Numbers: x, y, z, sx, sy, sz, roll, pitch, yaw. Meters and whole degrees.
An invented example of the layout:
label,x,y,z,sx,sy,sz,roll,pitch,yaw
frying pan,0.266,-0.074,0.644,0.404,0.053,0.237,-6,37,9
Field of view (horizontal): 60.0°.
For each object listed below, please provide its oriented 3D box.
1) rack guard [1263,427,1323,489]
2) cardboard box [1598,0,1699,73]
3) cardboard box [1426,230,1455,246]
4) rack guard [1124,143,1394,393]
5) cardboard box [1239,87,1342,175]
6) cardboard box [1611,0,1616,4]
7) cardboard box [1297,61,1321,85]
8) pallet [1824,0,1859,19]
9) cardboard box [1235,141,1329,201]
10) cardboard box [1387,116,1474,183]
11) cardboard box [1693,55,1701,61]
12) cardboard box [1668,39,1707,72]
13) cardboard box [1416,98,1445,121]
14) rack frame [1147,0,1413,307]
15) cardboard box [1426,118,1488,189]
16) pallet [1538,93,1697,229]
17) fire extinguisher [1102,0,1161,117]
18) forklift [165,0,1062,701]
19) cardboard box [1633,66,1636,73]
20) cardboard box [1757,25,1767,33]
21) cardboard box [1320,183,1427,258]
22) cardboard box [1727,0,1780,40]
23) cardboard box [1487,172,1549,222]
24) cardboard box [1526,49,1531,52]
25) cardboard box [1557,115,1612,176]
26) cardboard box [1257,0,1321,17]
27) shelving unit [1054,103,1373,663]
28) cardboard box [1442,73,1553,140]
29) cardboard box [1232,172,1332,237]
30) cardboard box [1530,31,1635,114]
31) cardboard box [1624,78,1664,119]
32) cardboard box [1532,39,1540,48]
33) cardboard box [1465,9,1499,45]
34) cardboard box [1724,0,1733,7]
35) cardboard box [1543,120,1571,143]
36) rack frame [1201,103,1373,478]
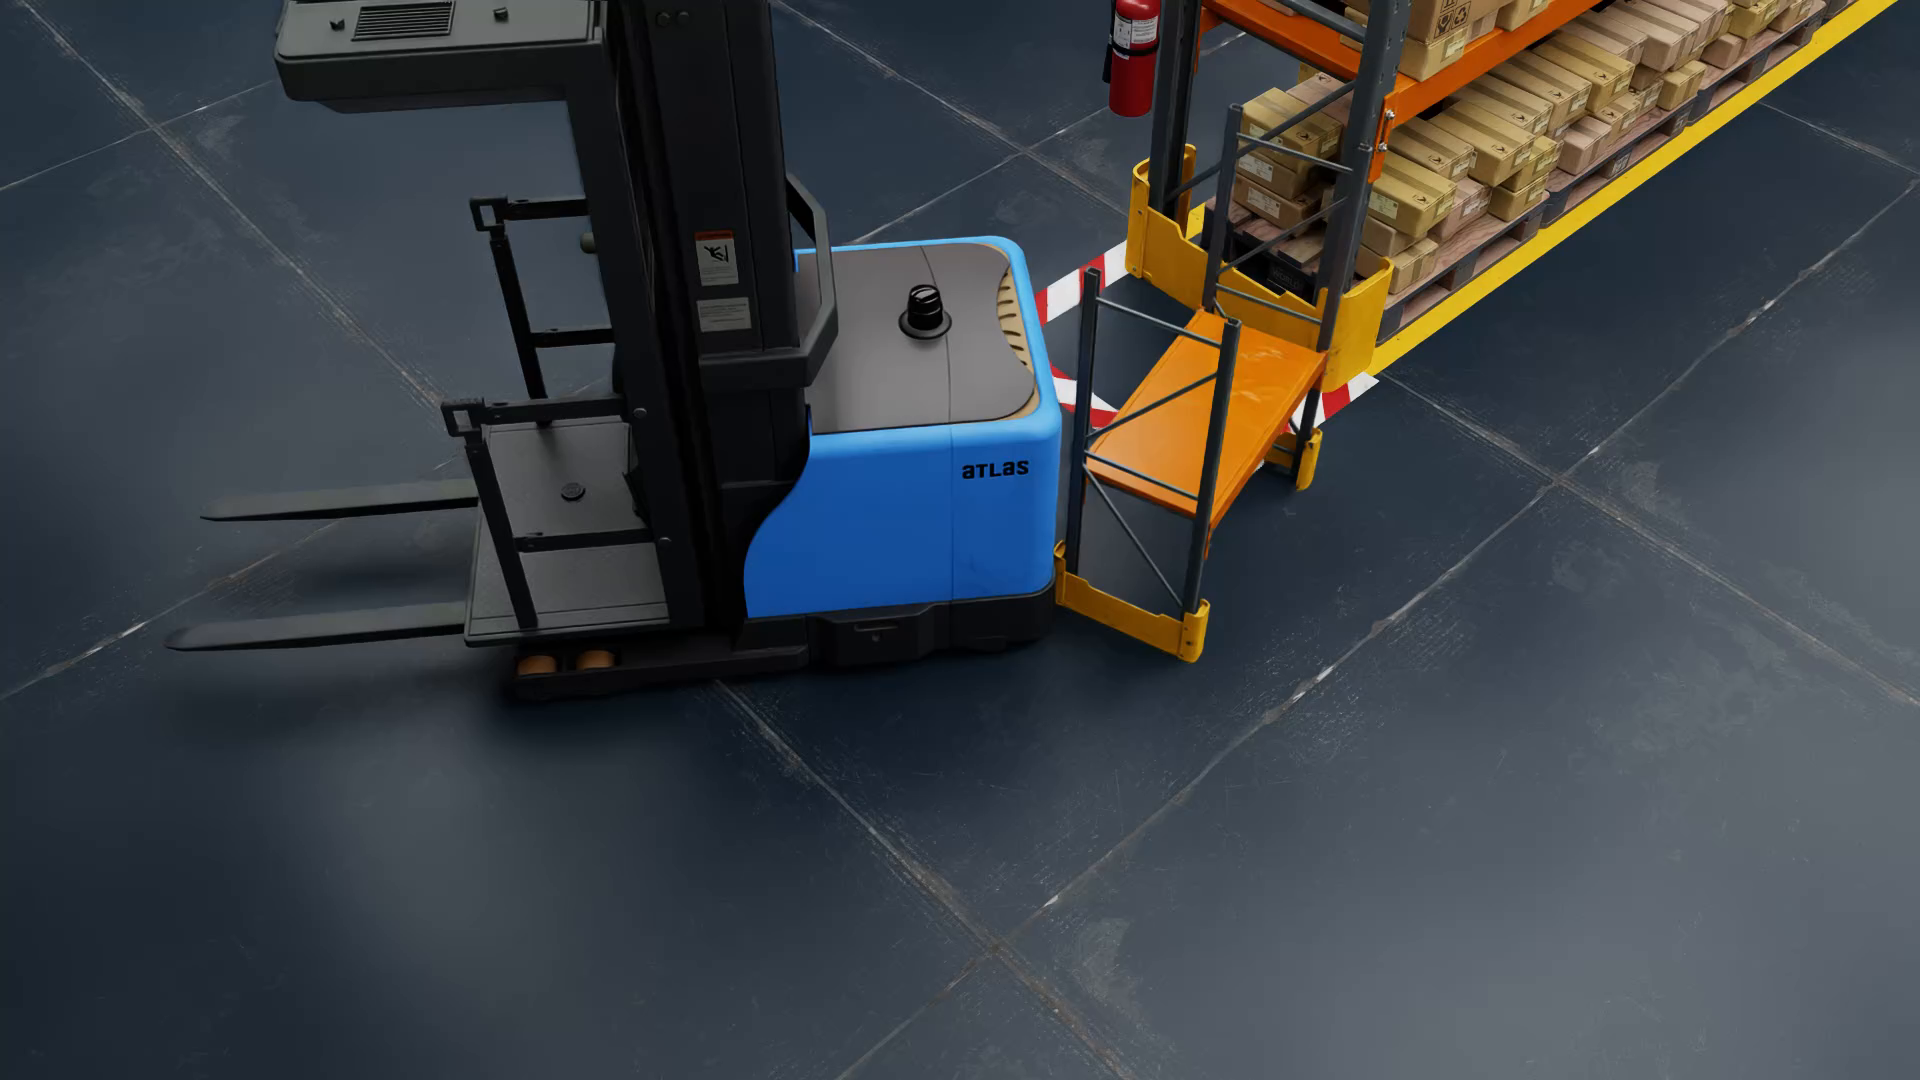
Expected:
label,x,y,z,sx,sy,sz,roll,pitch,yaw
rack guard,1.106,-0.411,6.459,0.587,0.250,0.087,24,52,20
cardboard box,3.122,-2.316,7.595,0.250,0.149,0.380,-36,57,-28
cardboard box,1.908,-1.398,7.153,0.250,0.149,0.380,-34,56,-27
rack guard,1.223,-1.153,6.974,0.348,0.500,1.175,-34,56,-27
cardboard box,1.387,-1.740,7.064,0.250,0.149,0.380,-33,55,-27
cardboard box,3.158,-2.766,8.213,0.380,0.149,0.250,36,57,29
cardboard box,1.718,-2.030,7.331,0.250,0.149,0.380,-35,56,-28
pallet,4.701,-3.381,9.226,1.213,0.211,1.003,-34,56,-27
cardboard box,1.365,-1.656,7.188,0.250,0.149,0.380,-35,56,-28
cardboard box,1.906,-1.617,6.950,0.250,0.149,0.380,-33,55,-27
cardboard box,3.388,-2.424,8.100,0.250,0.149,0.380,-35,56,-28
cardboard box,3.301,-2.399,7.874,0.250,0.149,0.380,-32,55,-26
cardboard box,2.016,-1.991,7.497,0.250,0.149,0.380,-34,56,-28
rack frame,1.166,-1.963,6.020,0.127,3.000,1.000,-34,56,-27
cardboard box,2.089,-1.633,7.167,0.250,0.149,0.380,-33,55,-27
pallet,2.750,-2.038,7.986,1.213,0.211,1.003,-34,56,-27
fire extinguisher,0.669,-1.937,6.302,0.183,0.674,0.296,-34,56,-27
forklift,-1.222,-0.855,5.044,3.031,2.935,1.130,-5,47,-5
cardboard box,2.863,-2.168,7.661,0.250,0.149,0.380,-31,55,-26
cardboard box,3.816,-2.654,8.312,0.250,0.149,0.380,-32,55,-26
cardboard box,1.727,-1.359,6.915,0.250,0.149,0.380,-32,55,-26
cardboard box,3.728,-2.606,8.065,0.250,0.149,0.380,-36,57,-28
cardboard box,2.350,-1.591,7.331,0.250,0.149,0.380,-33,55,-27
cardboard box,2.565,-2.276,7.963,0.250,0.149,0.380,-32,55,-26
cardboard box,2.717,-1.845,7.565,0.380,0.149,0.250,36,57,29
cardboard box,1.217,-2.193,6.403,0.250,0.149,0.380,-34,56,-27
shelving unit,0.849,-0.521,5.710,0.587,1.500,1.083,24,52,20
cardboard box,2.306,-1.839,7.155,0.380,0.149,0.250,36,57,29
cardboard box,1.415,-1.512,7.259,0.250,0.149,0.380,-33,55,-27
cardboard box,2.743,-2.076,7.374,0.250,0.149,0.380,-33,55,-27
cardboard box,3.061,-2.133,7.831,0.250,0.149,0.380,-33,55,-27
cardboard box,2.709,-2.553,8.016,0.250,0.149,0.380,-34,56,-27
cardboard box,1.787,-2.008,6.233,0.250,0.149,0.380,-32,55,-26
cardboard box,3.451,-2.640,7.894,0.250,0.149,0.380,-32,55,-26
cardboard box,2.484,-1.884,7.399,0.380,0.149,0.250,36,57,29
rack frame,1.116,-0.847,6.011,0.500,1.500,0.032,24,52,20
